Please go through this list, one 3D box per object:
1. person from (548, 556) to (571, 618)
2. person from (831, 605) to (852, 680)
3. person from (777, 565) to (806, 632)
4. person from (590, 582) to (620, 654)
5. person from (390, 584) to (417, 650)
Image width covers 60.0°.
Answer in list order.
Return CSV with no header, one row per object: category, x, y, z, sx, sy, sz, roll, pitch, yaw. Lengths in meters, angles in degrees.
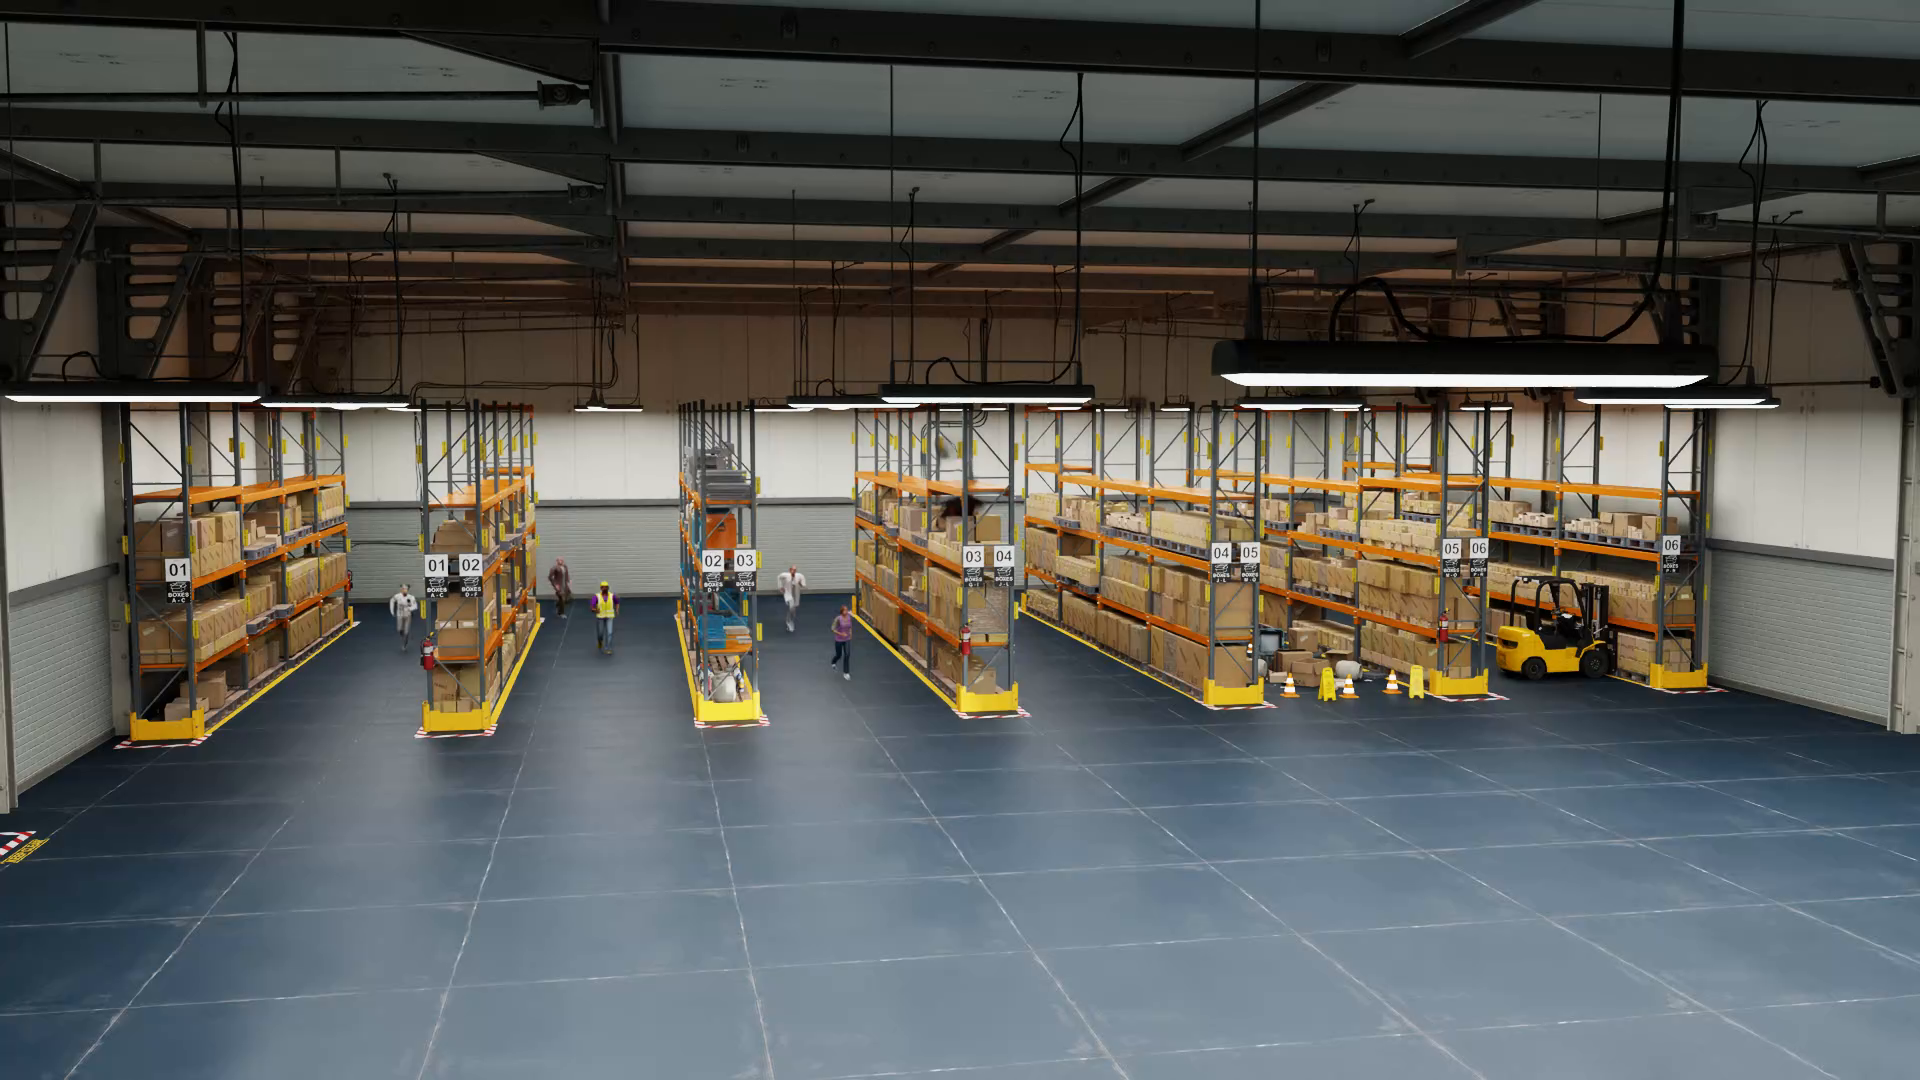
person,-11.267,1.328,46.897,0.583,1.745,0.746,3,5,32
person,-2.572,2.203,36.183,0.564,1.588,0.921,-3,5,-31
person,-4.468,1.535,44.056,0.680,1.775,1.008,-2,5,-23
person,-8.491,1.857,39.818,0.714,1.733,0.791,-1,5,-18
person,-13.457,1.863,40.201,0.651,1.643,0.667,-1,4,-12
